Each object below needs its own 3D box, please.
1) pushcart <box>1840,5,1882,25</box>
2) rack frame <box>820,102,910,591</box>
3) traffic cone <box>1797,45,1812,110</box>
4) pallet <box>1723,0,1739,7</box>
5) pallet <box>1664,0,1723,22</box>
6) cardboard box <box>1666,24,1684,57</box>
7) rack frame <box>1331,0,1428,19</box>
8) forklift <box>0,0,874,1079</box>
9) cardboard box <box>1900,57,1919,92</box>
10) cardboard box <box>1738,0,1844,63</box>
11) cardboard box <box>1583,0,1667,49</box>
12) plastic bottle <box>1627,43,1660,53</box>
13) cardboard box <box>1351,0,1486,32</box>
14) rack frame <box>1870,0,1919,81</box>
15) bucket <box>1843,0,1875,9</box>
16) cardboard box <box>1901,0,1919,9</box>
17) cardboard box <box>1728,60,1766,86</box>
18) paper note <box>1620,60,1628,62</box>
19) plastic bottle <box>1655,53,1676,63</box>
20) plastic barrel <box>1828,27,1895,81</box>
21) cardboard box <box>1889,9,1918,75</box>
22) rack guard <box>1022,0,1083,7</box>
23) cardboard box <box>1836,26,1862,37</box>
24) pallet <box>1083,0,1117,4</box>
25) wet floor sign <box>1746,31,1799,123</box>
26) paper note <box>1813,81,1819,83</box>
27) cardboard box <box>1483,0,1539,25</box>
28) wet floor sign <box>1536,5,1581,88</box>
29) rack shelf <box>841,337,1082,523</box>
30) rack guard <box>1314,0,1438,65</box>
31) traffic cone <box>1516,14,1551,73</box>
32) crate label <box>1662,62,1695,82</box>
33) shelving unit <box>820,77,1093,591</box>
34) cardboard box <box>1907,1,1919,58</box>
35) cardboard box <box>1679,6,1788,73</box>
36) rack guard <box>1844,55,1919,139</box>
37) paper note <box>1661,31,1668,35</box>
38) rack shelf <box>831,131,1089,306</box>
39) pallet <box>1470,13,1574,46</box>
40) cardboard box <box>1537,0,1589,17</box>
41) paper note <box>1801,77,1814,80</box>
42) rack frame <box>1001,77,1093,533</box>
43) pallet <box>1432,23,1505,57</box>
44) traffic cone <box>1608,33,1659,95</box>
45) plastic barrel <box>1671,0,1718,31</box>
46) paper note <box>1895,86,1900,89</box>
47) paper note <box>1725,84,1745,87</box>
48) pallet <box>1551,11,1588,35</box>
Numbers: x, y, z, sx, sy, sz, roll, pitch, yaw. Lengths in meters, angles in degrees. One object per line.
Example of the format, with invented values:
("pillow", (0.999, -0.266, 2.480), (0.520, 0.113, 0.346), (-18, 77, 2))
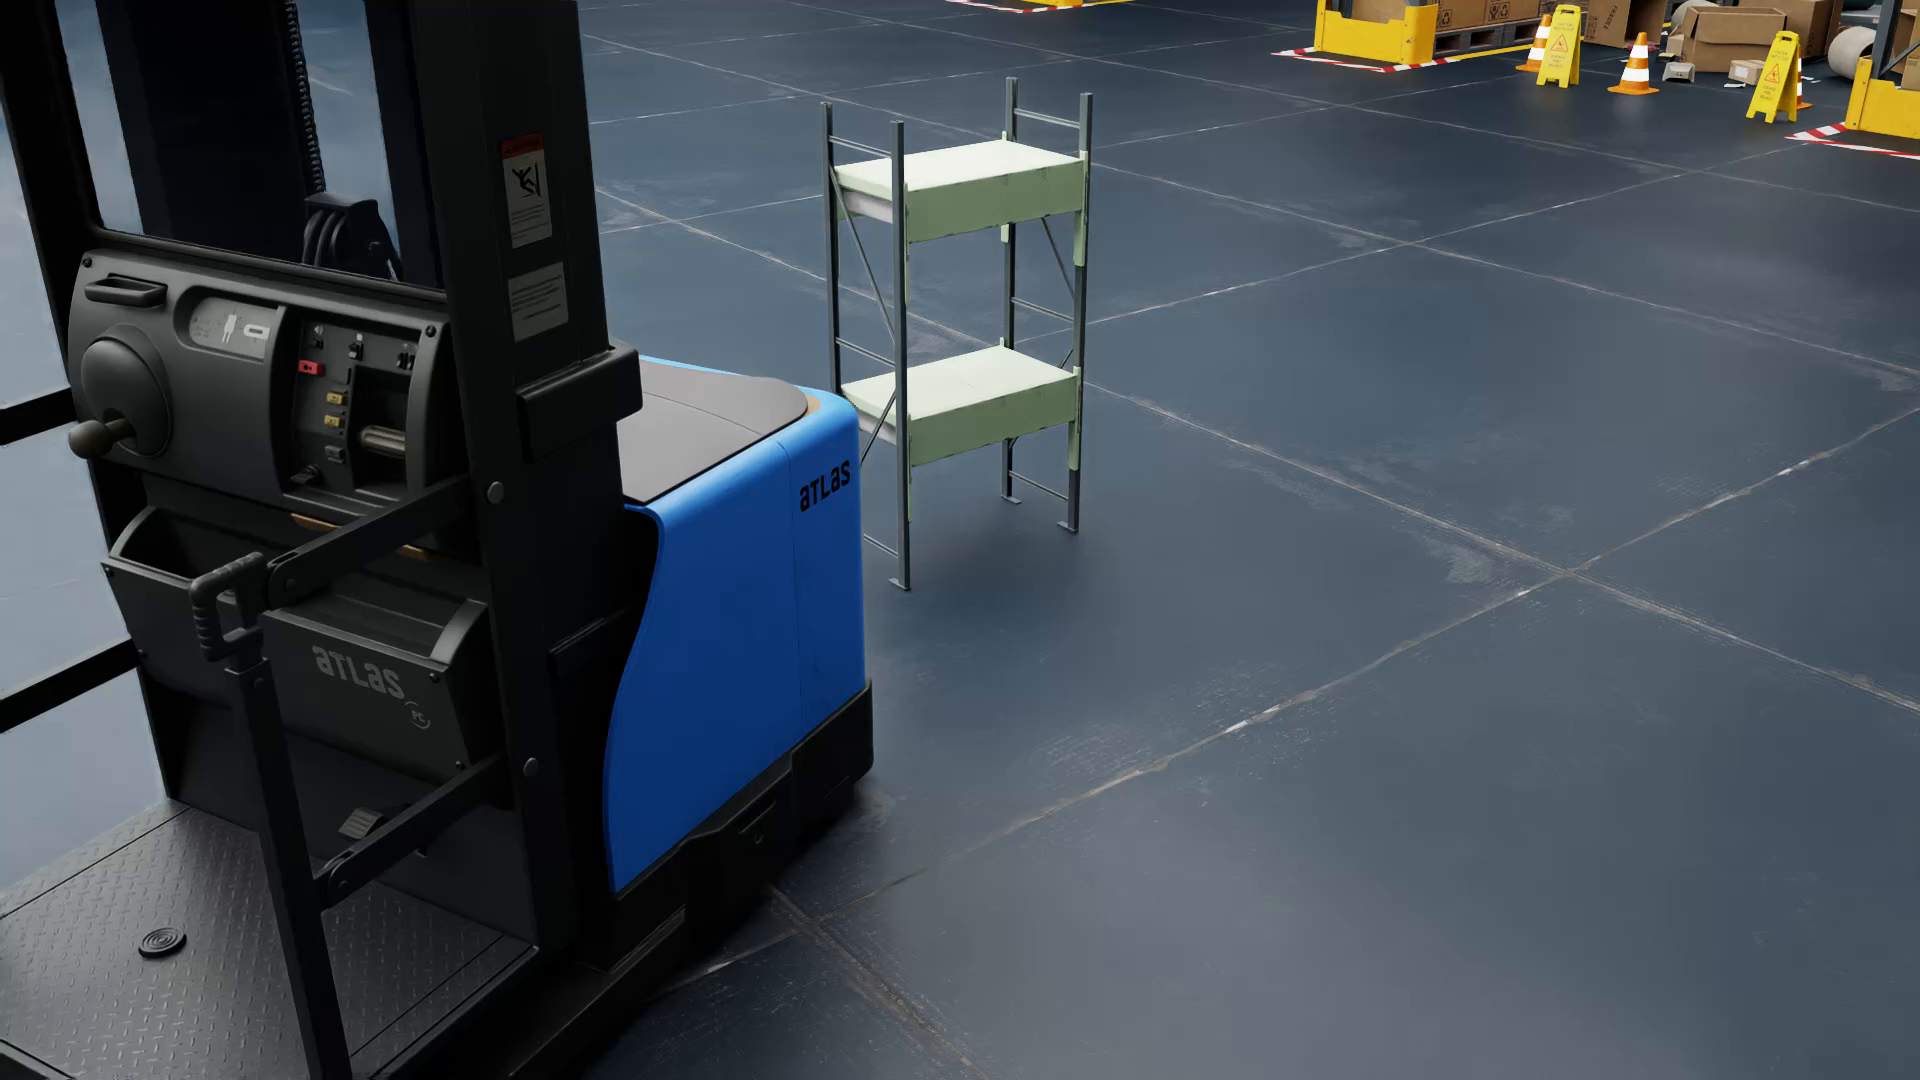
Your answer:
("pushcart", (8.678, -4.847, 15.746), (1.648, 0.377, 0.936), (15, 29, 29))
("rack frame", (-0.293, -0.583, 5.226), (0.023, 1.500, 0.400), (-18, 31, -34))
("traffic cone", (6.519, -3.644, 13.052), (0.334, 0.463, 0.336), (-18, 31, -34))
("pallet", (8.512, -6.187, 18.831), (1.213, 0.211, 1.003), (-18, 31, -34))
("pallet", (7.551, -5.869, 18.144), (1.213, 0.211, 1.003), (-18, 31, -34))
("cardboard box", (6.774, -4.611, 15.371), (0.258, 0.266, 0.396), (-13, 28, -25))
("rack frame", (3.843, -5.869, 14.833), (0.127, 3.000, 1.000), (-18, 31, -34))
("forklift", (-1.378, -0.253, 2.813), (1.130, 2.935, 3.031), (13, 28, 26))
("cardboard box", (7.466, -3.504, 12.504), (0.500, 0.250, 0.500), (-18, 31, -34))
("cardboard box", (7.527, -4.725, 15.173), (0.503, 0.637, 0.797), (-18, 31, -34))
("cardboard box", (6.402, -5.032, 15.996), (0.500, 0.500, 0.500), (-13, 28, -25))
("plastic bottle", (6.452, -4.636, 15.667), (0.283, 0.061, 0.133), (15, 29, 29))
("cardboard box", (4.336, -5.294, 15.618), (0.875, 0.875, 0.875), (-18, 30, -34))
("rack frame", (6.977, -4.255, 11.356), (0.127, 3.000, 1.000), (-18, 31, -34))
("bucket", (8.306, -5.314, 15.719), (0.620, 0.611, 0.726), (2, 23, -21))
("cardboard box", (9.002, -5.086, 15.216), (0.500, 0.500, 0.500), (-18, 31, -34))
("cardboard box", (6.761, -3.972, 14.131), (0.250, 0.149, 0.380), (-3, 25, -7))
("paper note", (6.091, -4.356, 15.101), (0.142, 0.017, 0.144), (-8, 26, -16))
("plastic bottle", (6.435, -4.396, 15.149), (0.133, 0.061, 0.283), (15, 29, 29))
("plastic barrel", (7.668, -4.125, 14.135), (0.421, 0.421, 0.512), (1, 25, 2))
("cardboard box", (8.442, -4.334, 14.492), (0.500, 0.500, 0.500), (1, 25, 2))
("rack guard", (0.921, -6.424, 18.999), (0.348, 0.500, 1.175), (-18, 31, -34))
("cardboard box", (8.159, -4.554, 15.247), (0.258, 0.266, 0.396), (5, 25, 11))
("pallet", (1.583, -6.493, 19.489), (1.213, 0.211, 1.003), (-18, 31, -34))
("wet floor sign", (6.167, -3.493, 12.509), (0.232, 0.644, 0.267), (-8, 26, -16))
("paper note", (7.278, -3.898, 14.136), (0.123, 0.001, 0.032), (-18, 31, -34))
("cardboard box", (5.027, -5.523, 16.112), (0.875, 0.875, 0.875), (-19, 31, -35))
("wet floor sign", (5.042, -4.138, 13.899), (0.267, 0.644, 0.232), (21, 32, 37))
("rack shelf", (-0.005, -0.383, 5.568), (0.720, 0.370, 0.431), (-18, 31, -34))
("rack guard", (3.824, -4.729, 15.346), (0.348, 0.500, 1.175), (-18, 31, -34))
("traffic cone", (5.137, -4.386, 14.651), (0.334, 0.463, 0.336), (-18, 31, -34))
("crate label", (6.147, -4.000, 14.207), (0.250, 0.136, 0.298), (10, 27, 20))
("shelving unit", (-0.005, -0.679, 5.431), (0.755, 1.500, 0.431), (-18, 31, -34))
("cardboard box", (7.446, -3.833, 12.323), (0.500, 0.500, 0.500), (-18, 30, -34))
("cardboard box", (6.797, -4.418, 14.672), (0.797, 0.503, 0.637), (5, 25, 11))
("rack guard", (7.036, -3.141, 11.925), (0.348, 0.500, 1.175), (-18, 31, -34))
("paper note", (7.020, -5.087, 16.674), (0.147, 0.020, 0.142), (5, 25, 11))
("rack shelf", (-0.005, -1.033, 5.266), (0.720, 0.370, 0.431), (-18, 31, -34))
("pallet", (5.383, -5.153, 16.602), (1.213, 0.211, 1.003), (-18, 31, -34))
("cardboard box", (5.745, -5.759, 16.621), (0.875, 0.875, 0.875), (-18, 30, -34))
("paper note", (7.253, -3.979, 14.302), (0.142, 0.019, 0.148), (-8, 26, -16))
("rack frame", (0.283, -0.774, 5.635), (0.023, 1.500, 0.400), (-18, 31, -34))
("pallet", (4.424, -4.838, 15.923), (1.213, 0.211, 1.003), (-18, 31, -34))
("traffic cone", (5.567, -3.923, 13.654), (0.334, 0.463, 0.336), (-18, 31, -34))
("plastic barrel", (7.044, -4.937, 15.884), (0.421, 0.421, 0.512), (1, 25, 2))
("paper note", (7.780, -3.781, 13.860), (0.142, 0.019, 0.148), (15, 29, 29))
("paper note", (6.492, -3.814, 13.931), (0.148, 0.019, 0.142), (15, 29, 29))
("pallet", (6.344, -5.472, 17.289), (1.213, 0.211, 1.003), (-18, 31, -34))
